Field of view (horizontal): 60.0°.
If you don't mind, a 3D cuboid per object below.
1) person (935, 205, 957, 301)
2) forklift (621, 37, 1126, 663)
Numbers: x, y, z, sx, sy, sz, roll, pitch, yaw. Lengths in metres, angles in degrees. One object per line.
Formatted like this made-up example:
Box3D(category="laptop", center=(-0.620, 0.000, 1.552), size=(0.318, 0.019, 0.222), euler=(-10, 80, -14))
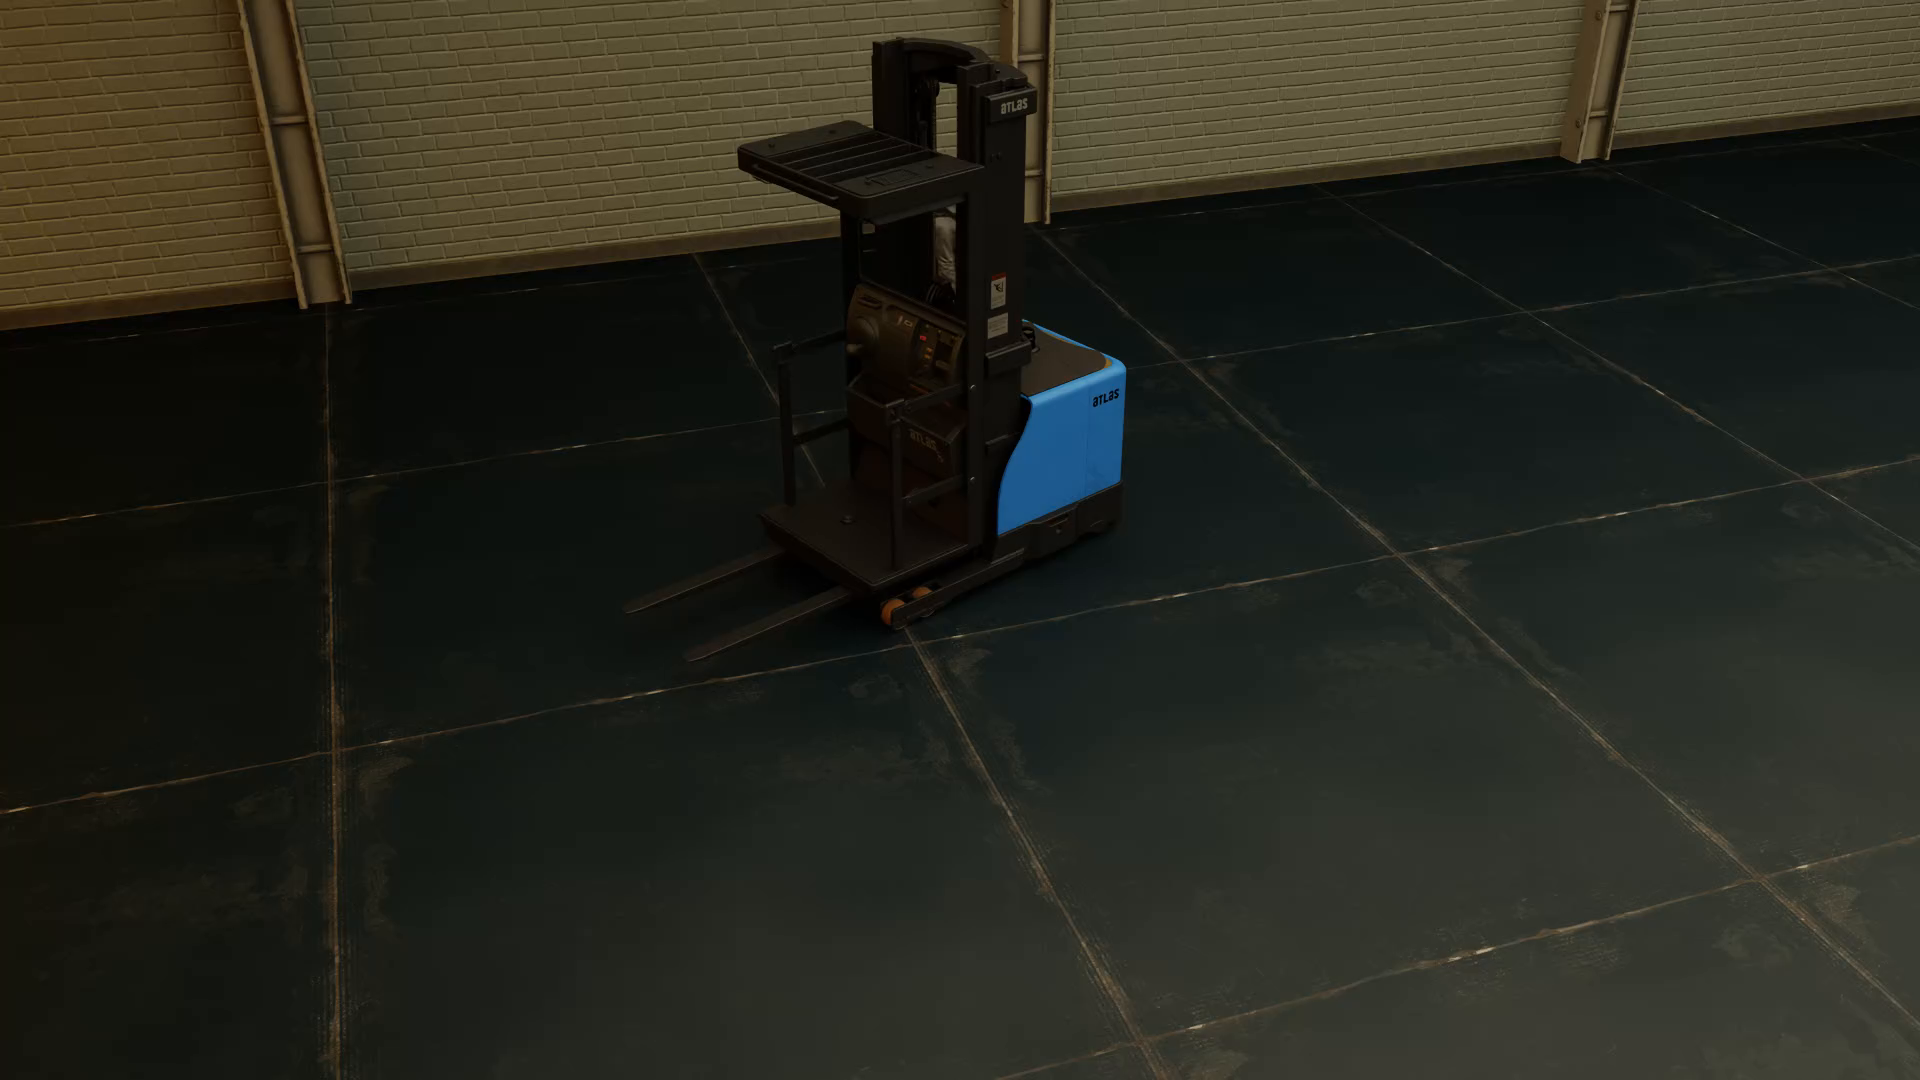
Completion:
Box3D(category="person", center=(-0.087, -1.690, 11.238), size=(0.369, 1.724, 0.525), euler=(-5, 30, -9))
Box3D(category="forklift", center=(-0.461, -1.072, 8.951), size=(3.031, 2.935, 1.130), euler=(-23, 37, -34))
